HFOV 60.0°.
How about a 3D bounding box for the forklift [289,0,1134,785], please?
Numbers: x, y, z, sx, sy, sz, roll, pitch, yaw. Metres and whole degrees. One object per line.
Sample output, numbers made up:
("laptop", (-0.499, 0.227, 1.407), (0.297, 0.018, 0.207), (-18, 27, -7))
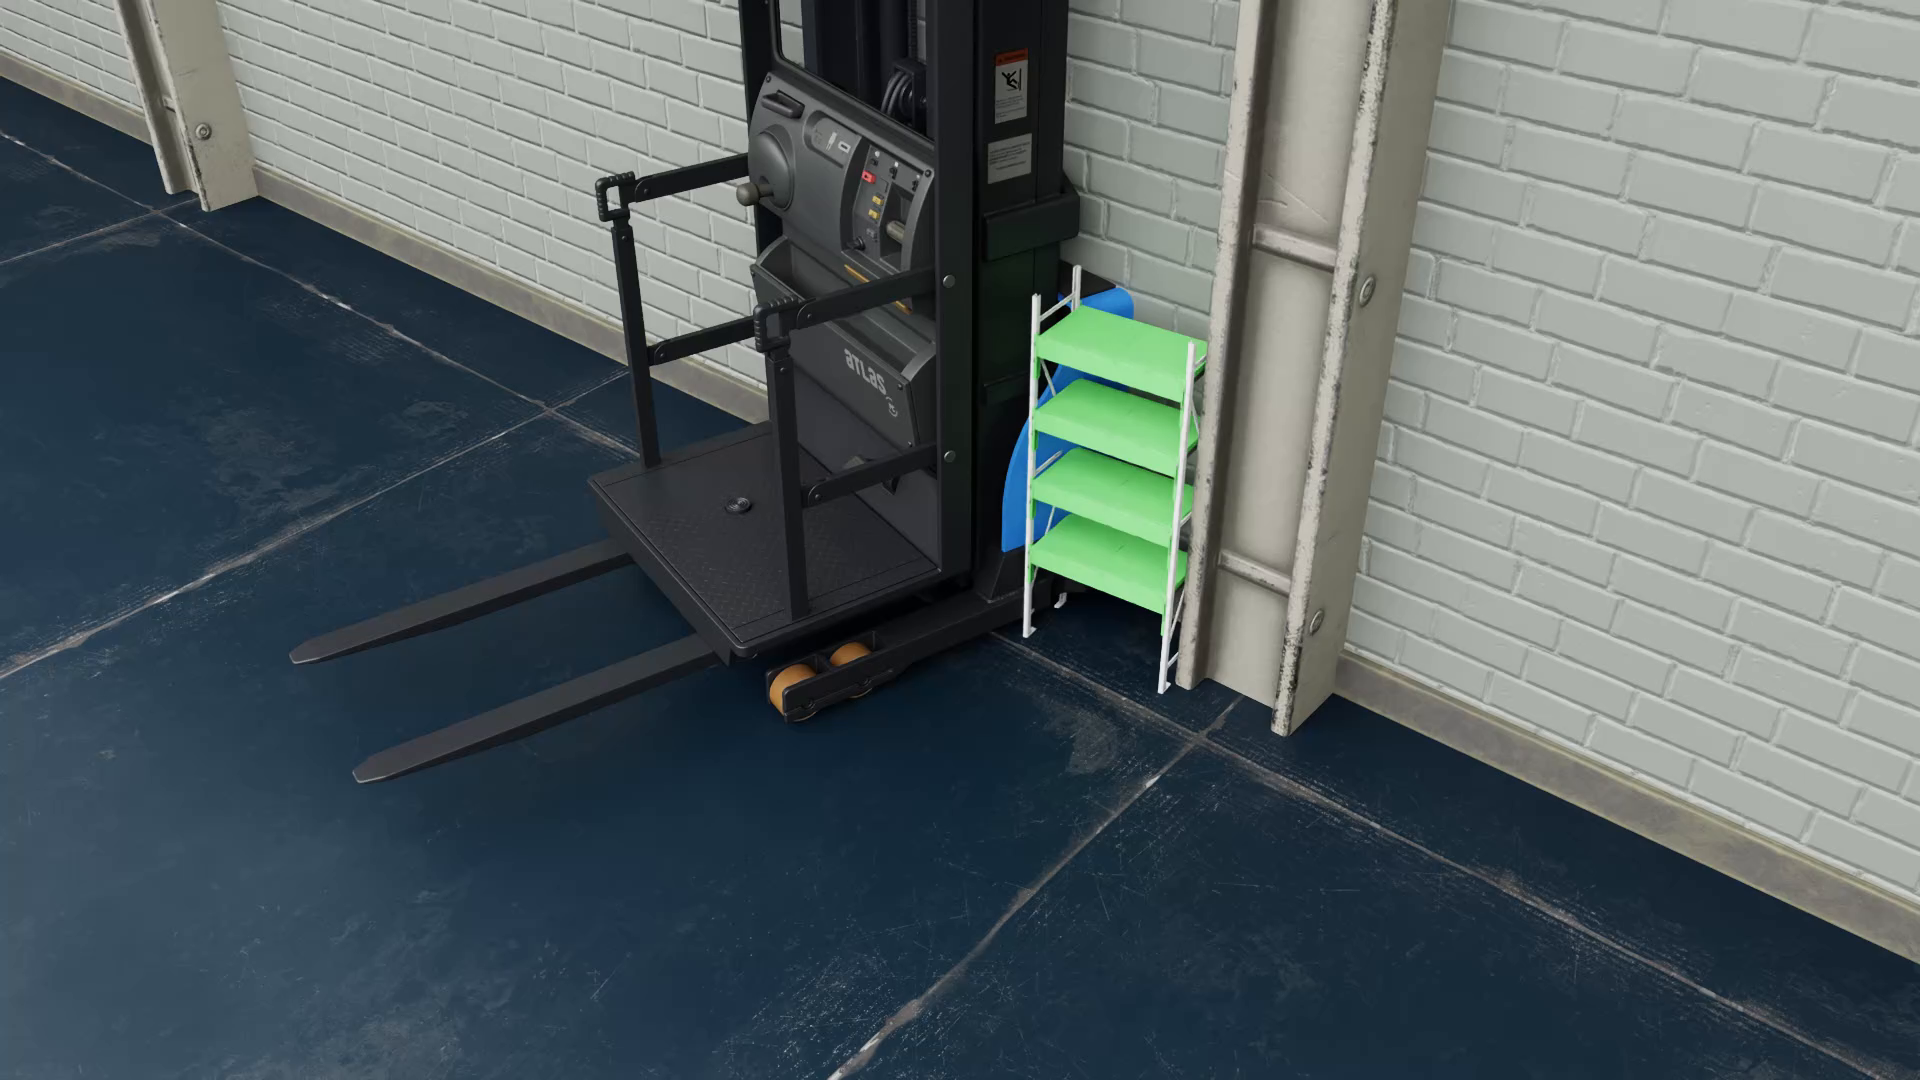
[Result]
("forklift", (-0.524, -1.010, 4.632), (3.031, 2.935, 1.130), (-21, 40, -27))

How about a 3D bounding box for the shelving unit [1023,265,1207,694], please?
("shelving unit", (0.476, -0.160, 4.920), (0.503, 1.200, 0.258), (21, 40, 28))

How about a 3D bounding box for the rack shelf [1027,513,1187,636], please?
("rack shelf", (0.476, 0.090, 5.094), (0.480, 0.148, 0.258), (21, 40, 28))

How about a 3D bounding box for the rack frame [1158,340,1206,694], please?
("rack frame", (0.677, -0.081, 4.807), (0.015, 1.200, 0.240), (21, 40, 28))

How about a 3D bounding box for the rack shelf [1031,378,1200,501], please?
("rack shelf", (0.476, -0.304, 4.820), (0.480, 0.148, 0.258), (21, 40, 28))

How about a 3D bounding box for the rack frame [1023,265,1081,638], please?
("rack frame", (0.274, -0.238, 5.033), (0.015, 1.200, 0.240), (21, 40, 28))

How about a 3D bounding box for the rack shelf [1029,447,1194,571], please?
("rack shelf", (0.476, -0.107, 4.957), (0.480, 0.148, 0.258), (21, 40, 28))

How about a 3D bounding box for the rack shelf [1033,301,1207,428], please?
("rack shelf", (0.476, -0.501, 4.683), (0.480, 0.148, 0.258), (21, 40, 28))

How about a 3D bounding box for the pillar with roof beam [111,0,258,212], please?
("pillar with roof beam", (-6.457, -3.566, 2.994), (0.400, 9.000, 9.100), (25, 42, 32))
